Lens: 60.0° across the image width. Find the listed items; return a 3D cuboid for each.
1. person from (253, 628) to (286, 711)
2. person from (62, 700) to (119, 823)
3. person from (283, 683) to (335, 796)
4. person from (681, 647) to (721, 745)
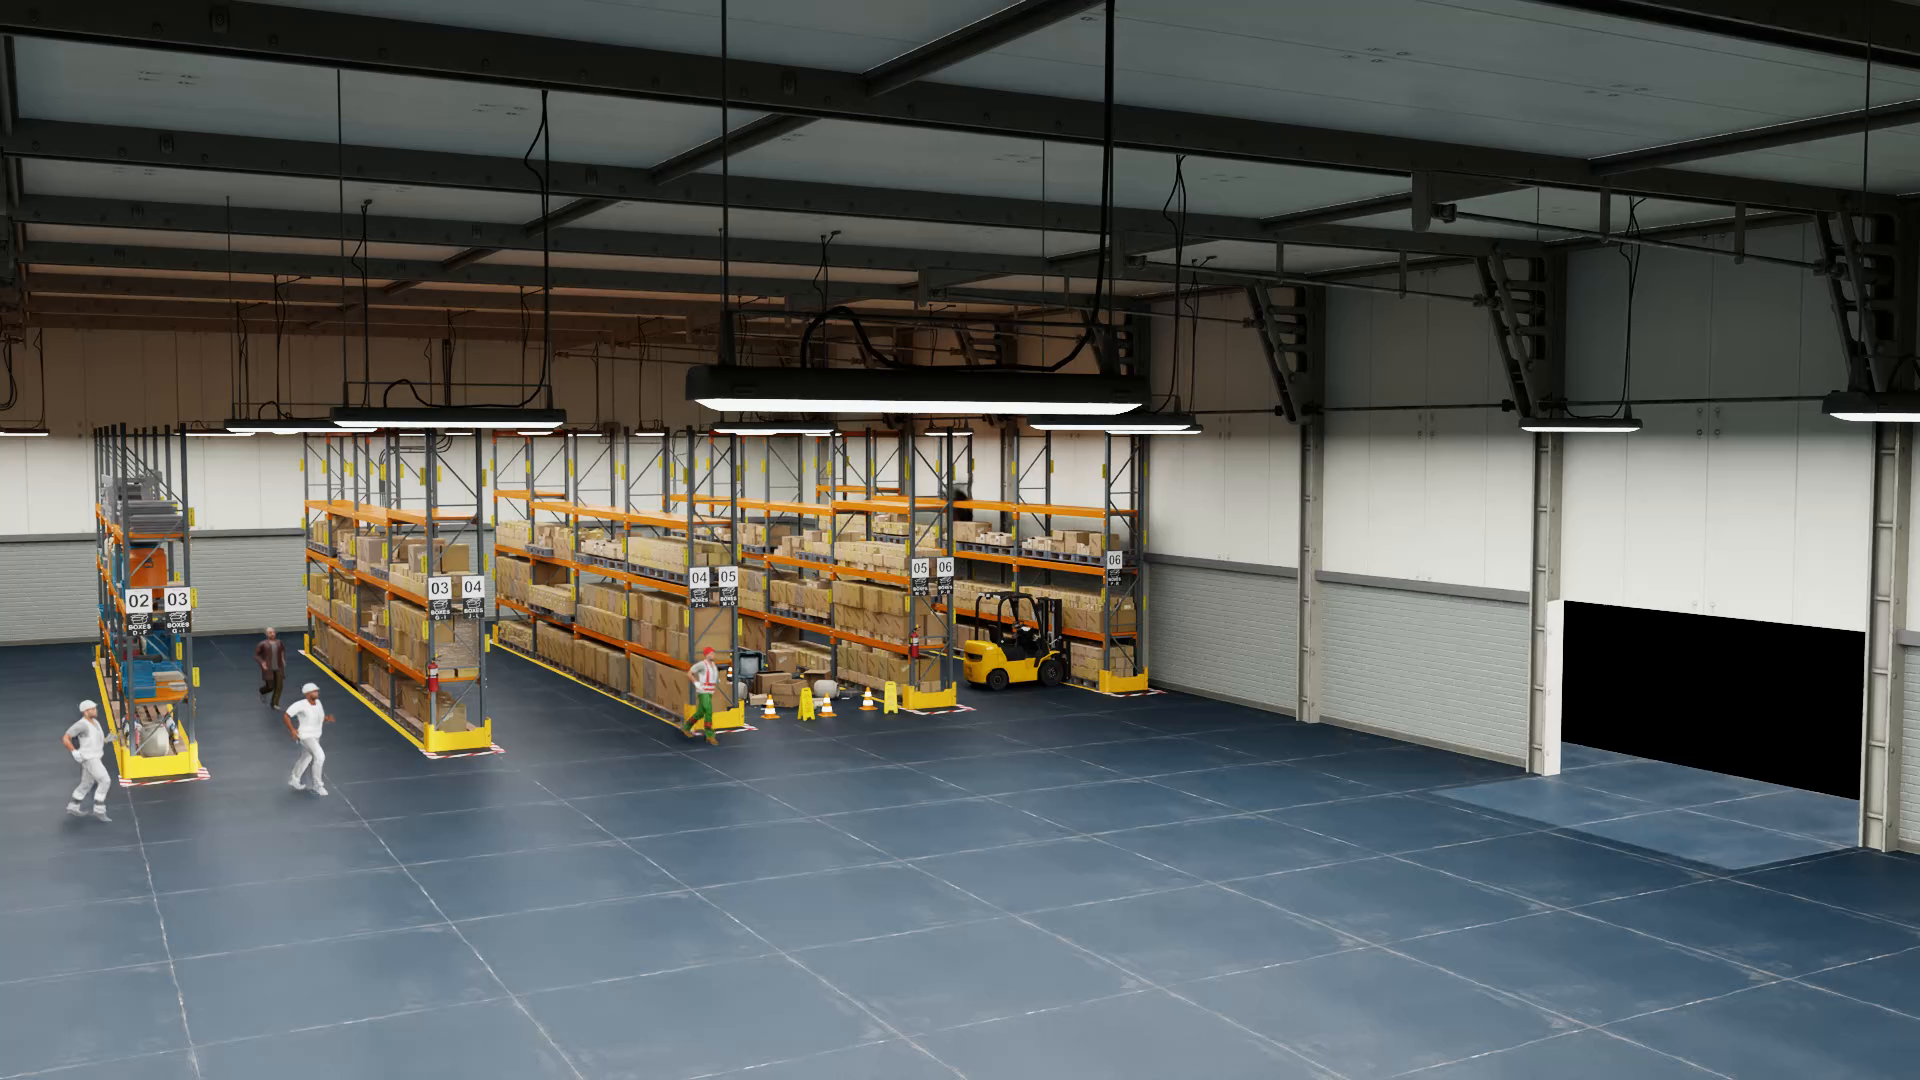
[{"bbox_3d":[-14.569,2.732,35.203,0.708,1.721,0.789,-3,5,-44],"label":"person"},{"bbox_3d":[-13.012,3.319,24.890,0.777,1.847,0.645,-1,4,-11],"label":"person"},{"bbox_3d":[-10.510,3.205,26.861,0.796,1.814,0.677,0,3,7],"label":"person"},{"bbox_3d":[-4.842,2.927,31.551,0.880,1.820,0.672,1,4,21],"label":"person"}]
